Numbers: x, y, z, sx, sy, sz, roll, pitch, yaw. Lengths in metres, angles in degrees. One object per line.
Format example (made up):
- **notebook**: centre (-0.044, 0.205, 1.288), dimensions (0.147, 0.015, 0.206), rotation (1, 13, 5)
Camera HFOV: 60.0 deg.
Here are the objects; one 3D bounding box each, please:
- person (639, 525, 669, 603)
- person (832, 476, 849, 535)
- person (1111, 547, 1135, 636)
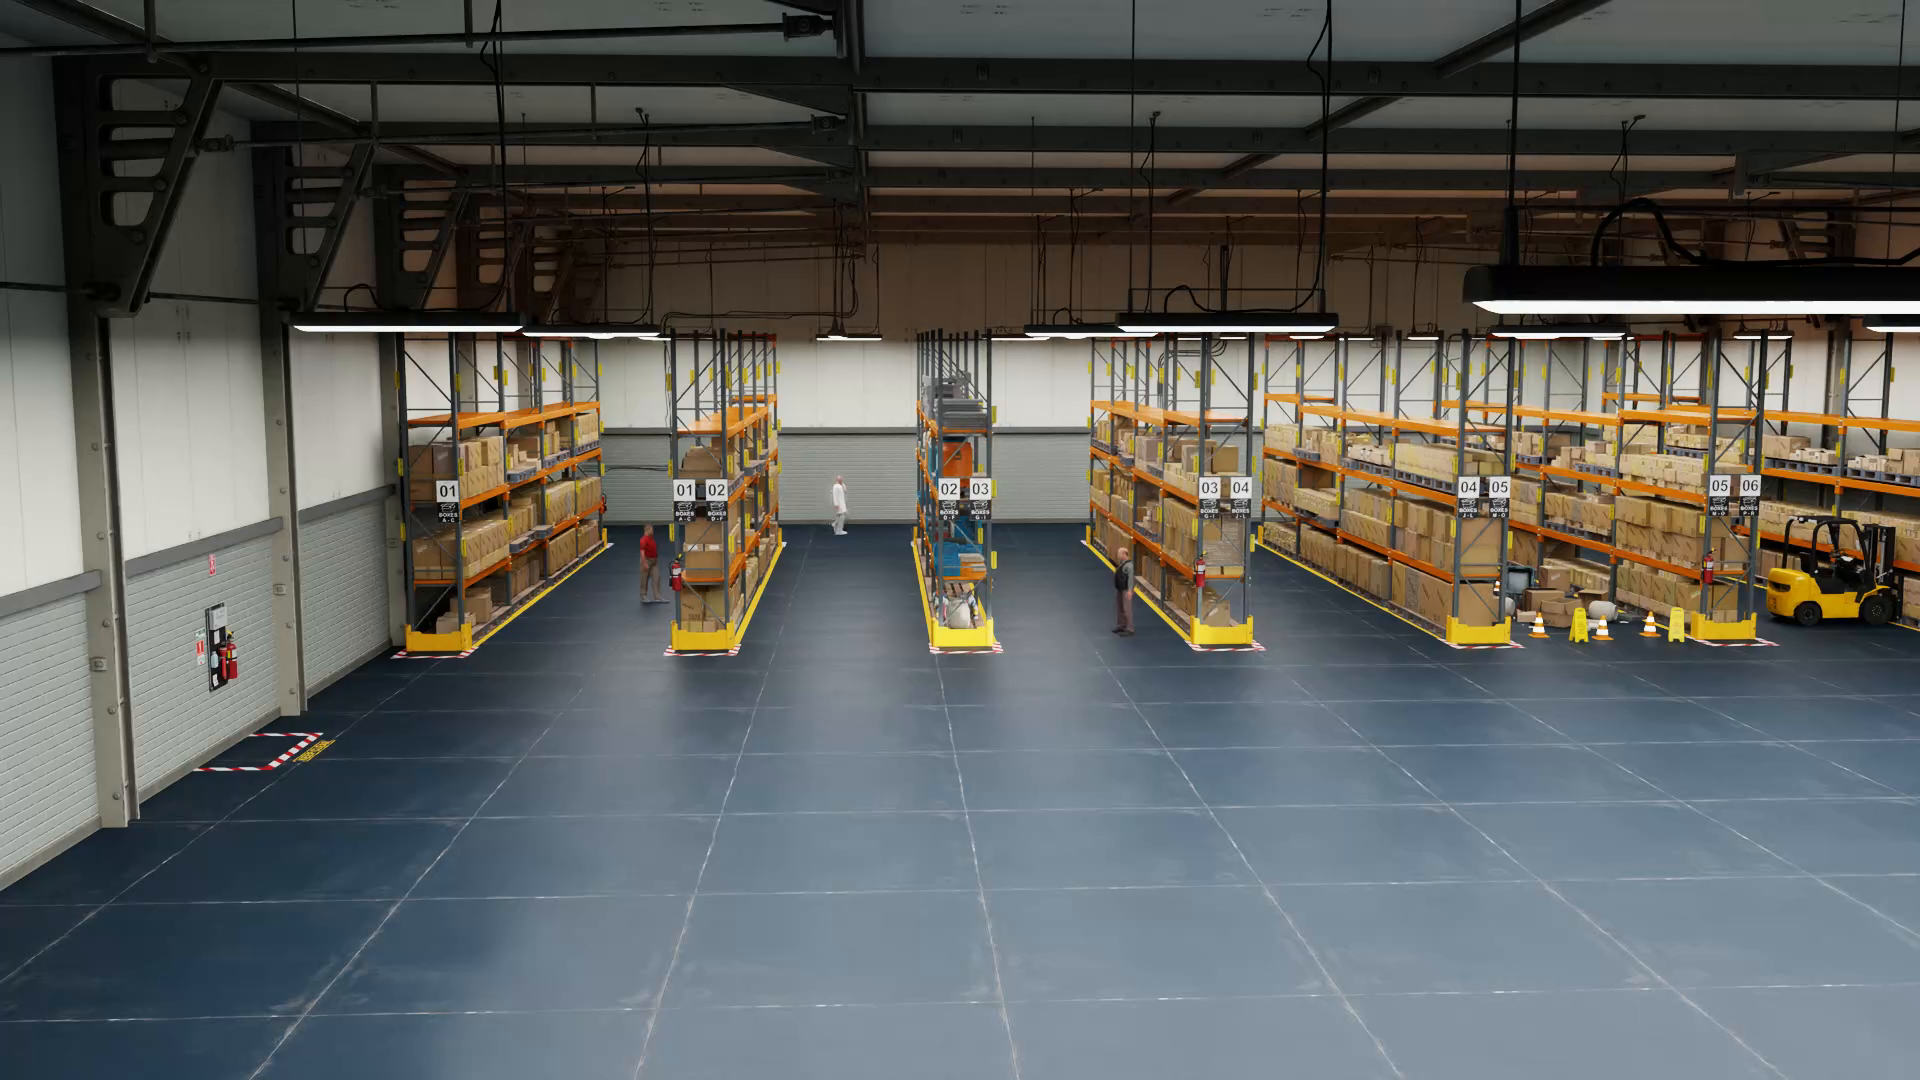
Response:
- **person**: centre (-6.859, 0.537, 36.840), dimensions (0.622, 1.723, 0.548), rotation (5, 8, 35)
- **person**: centre (-3.595, -1.054, 49.855), dimensions (0.549, 1.766, 0.572), rotation (0, 7, 2)
- **person**: centre (3.216, 1.008, 32.792), dimensions (0.411, 1.714, 0.579), rotation (-2, 7, -19)
